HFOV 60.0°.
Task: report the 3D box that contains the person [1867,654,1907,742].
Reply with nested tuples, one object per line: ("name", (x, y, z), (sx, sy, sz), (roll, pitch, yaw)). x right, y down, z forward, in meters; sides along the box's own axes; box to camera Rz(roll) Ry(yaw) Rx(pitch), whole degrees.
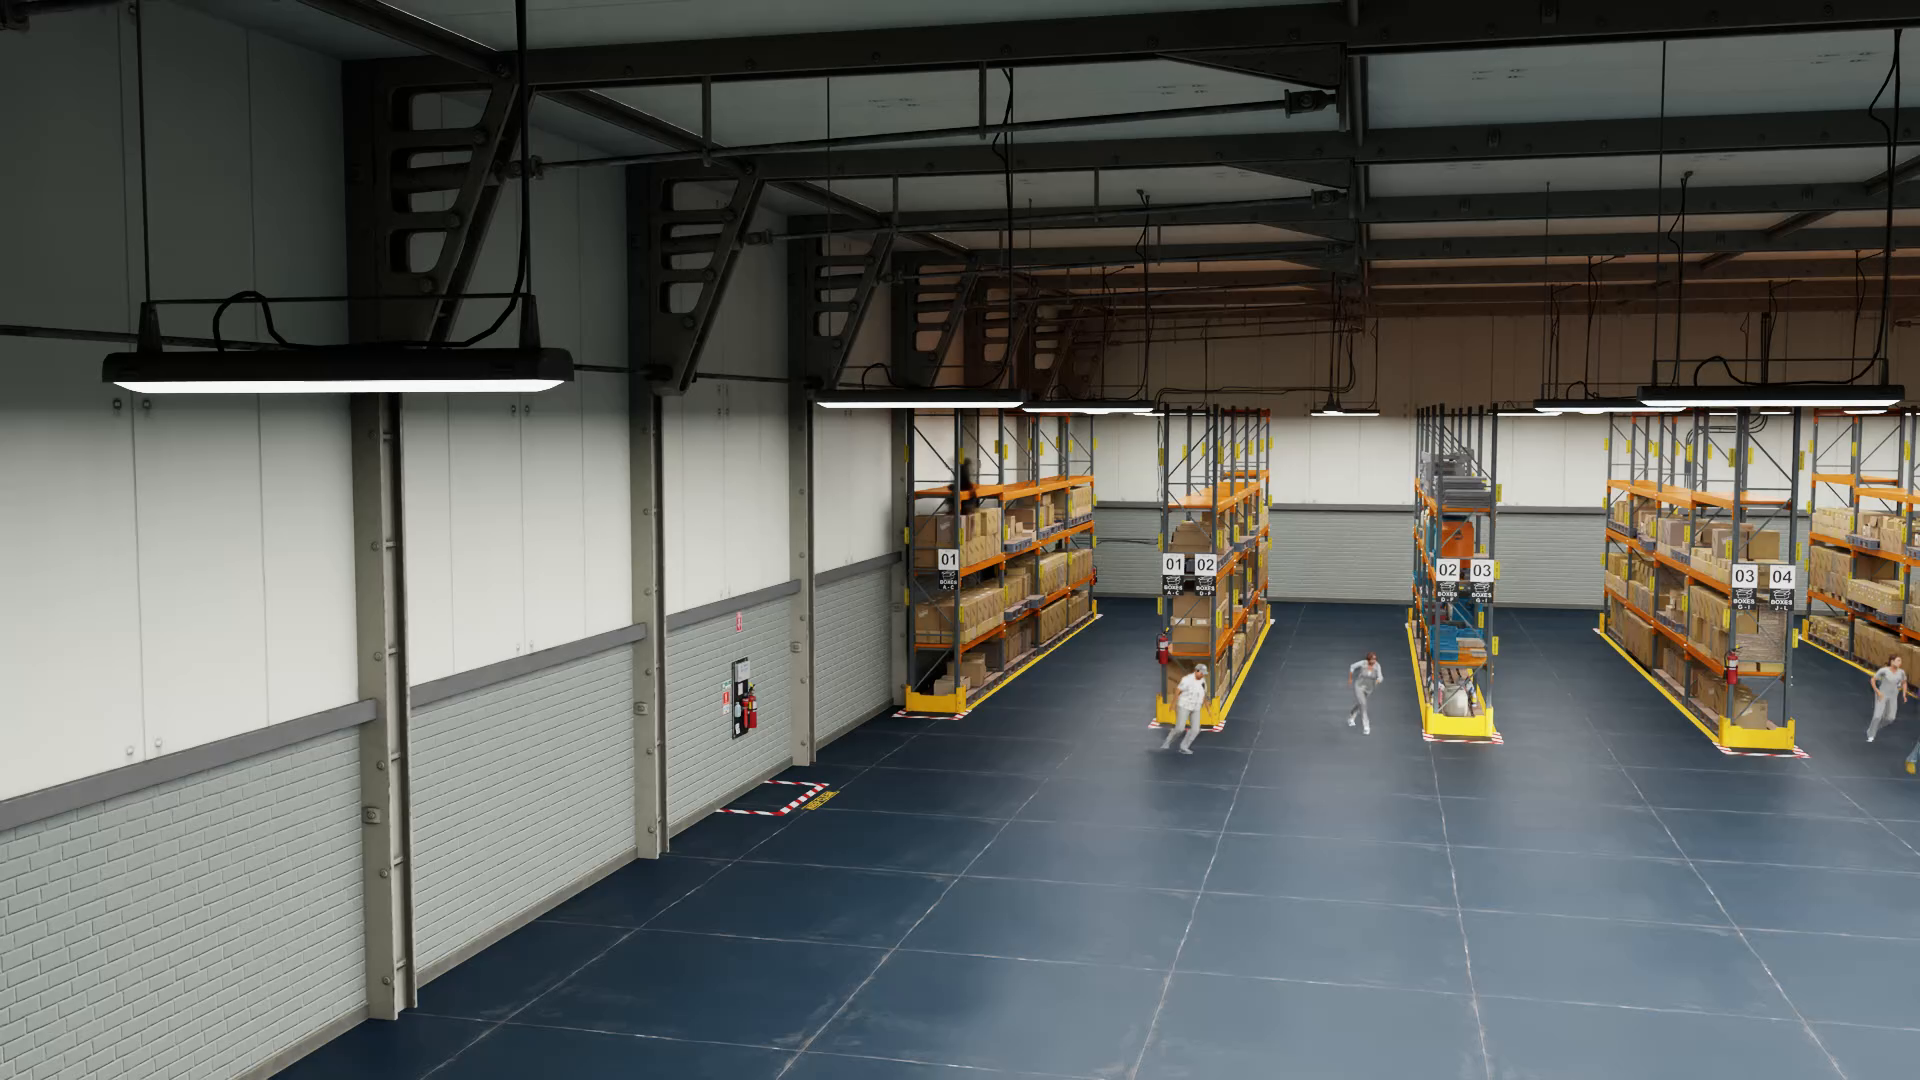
("person", (16.457, 2.793, 29.490), (0.686, 1.577, 0.546), (0, 4, 4))

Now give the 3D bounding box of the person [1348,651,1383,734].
("person", (7.383, 2.730, 30.353), (0.540, 1.471, 0.972), (-1, 4, -8))

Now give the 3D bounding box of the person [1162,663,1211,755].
("person", (3.881, 2.869, 28.302), (0.756, 1.578, 0.694), (-2, 5, -26))

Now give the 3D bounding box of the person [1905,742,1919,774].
("person", (15.628, 2.889, 26.406), (0.740, 1.743, 0.988), (-1, 4, -13))
